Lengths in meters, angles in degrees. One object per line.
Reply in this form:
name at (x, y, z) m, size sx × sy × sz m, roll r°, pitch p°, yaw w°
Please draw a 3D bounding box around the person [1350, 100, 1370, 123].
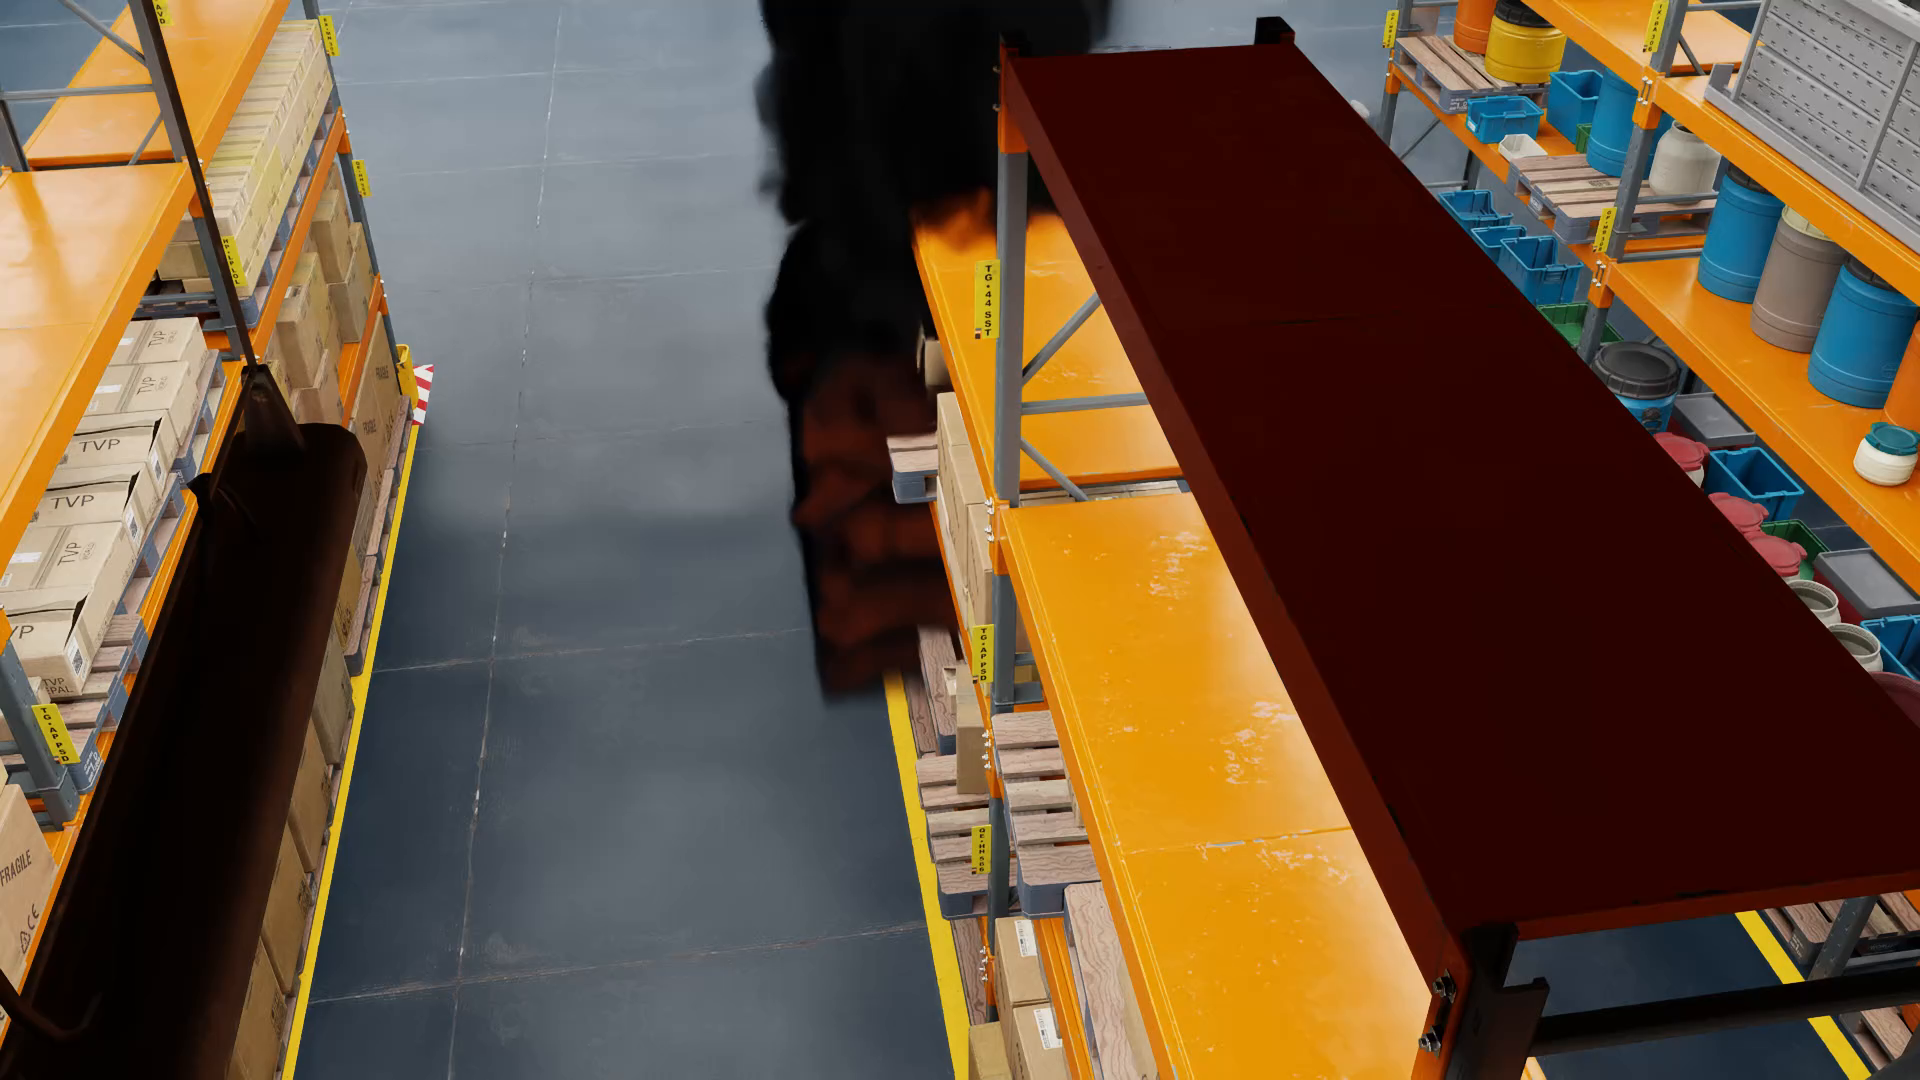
person at (3.928, -3.706, 17.107) m, size 0.576 × 1.670 × 0.606 m, roll 18°, pitch 40°, yaw 23°
